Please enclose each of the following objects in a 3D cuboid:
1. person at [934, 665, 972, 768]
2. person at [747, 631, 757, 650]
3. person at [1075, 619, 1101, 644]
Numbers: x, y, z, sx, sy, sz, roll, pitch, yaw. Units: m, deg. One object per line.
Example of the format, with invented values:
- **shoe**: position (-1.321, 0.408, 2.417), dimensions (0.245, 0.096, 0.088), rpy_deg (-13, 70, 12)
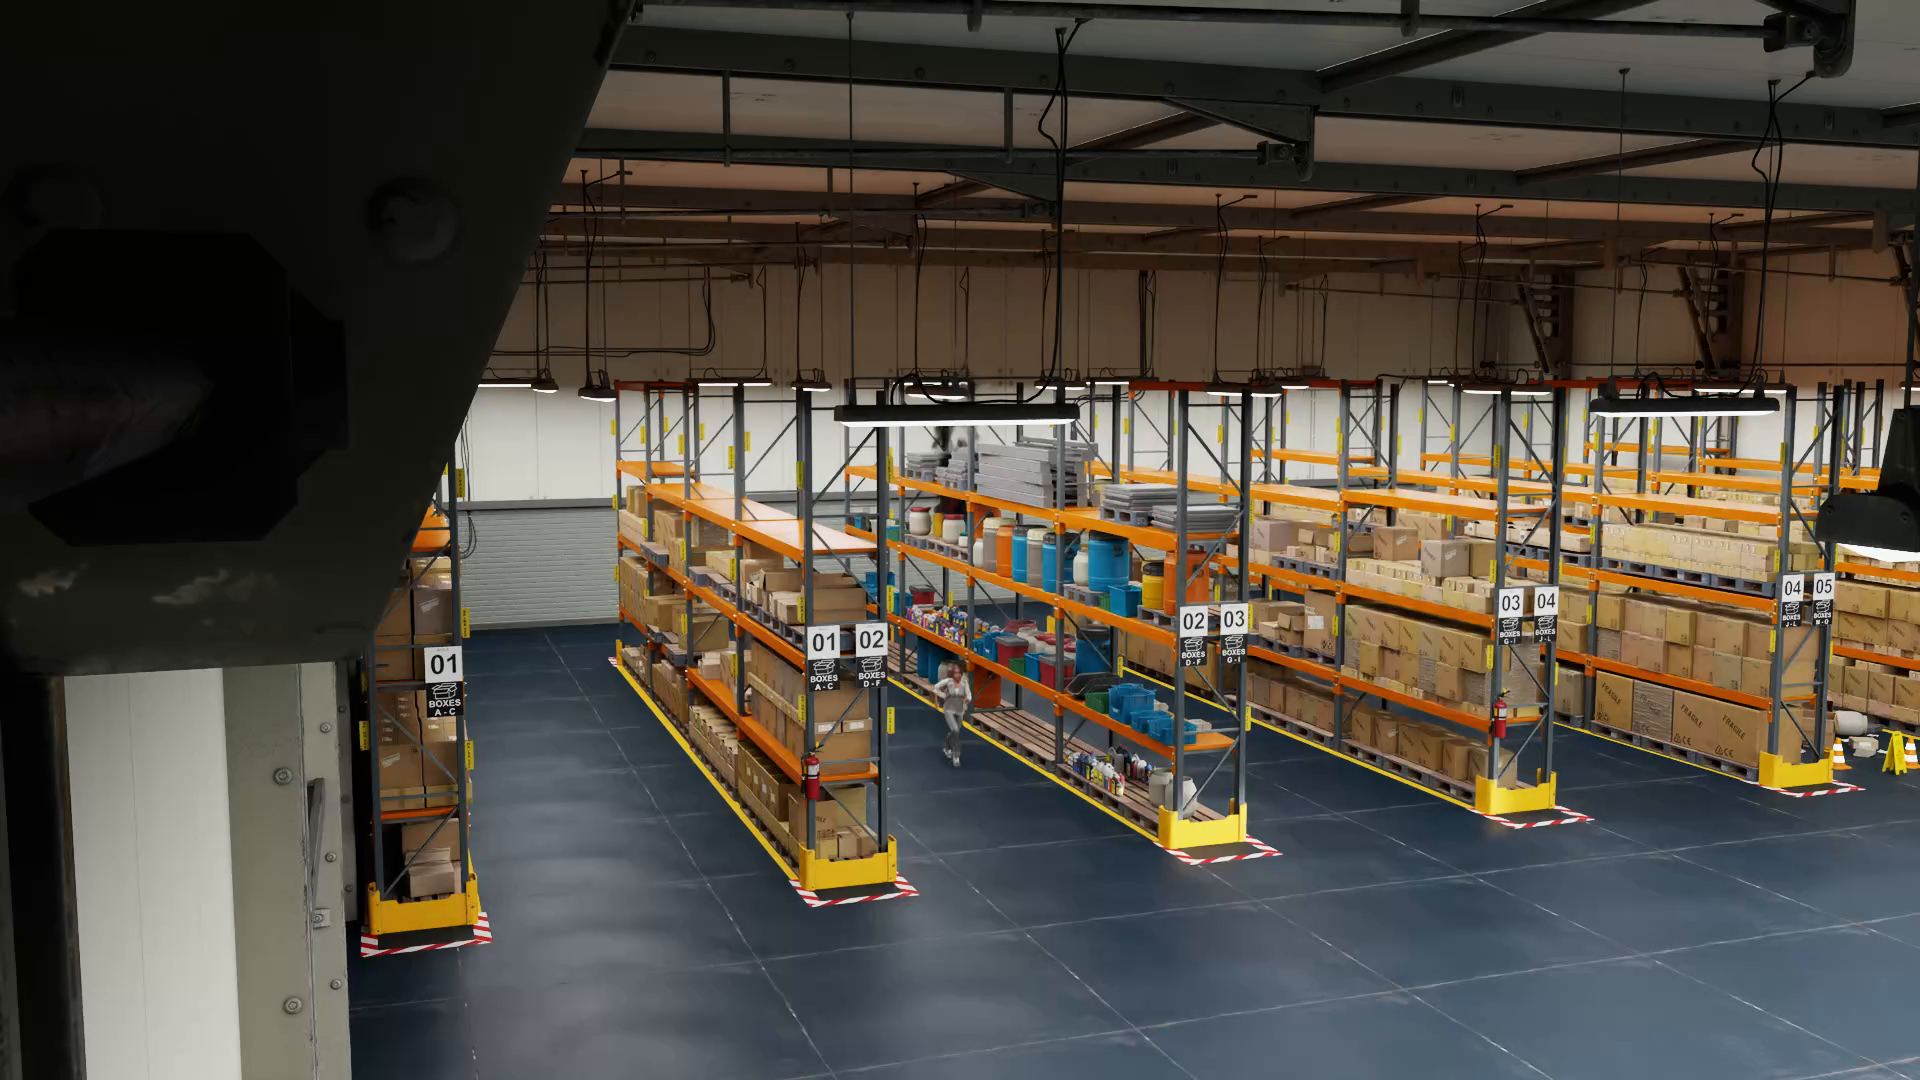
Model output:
- **person**: position (-0.105, 2.766, 26.320), dimensions (0.555, 1.606, 0.789), rpy_deg (-2, 6, -17)
- **person**: position (-4.247, 1.966, 33.660), dimensions (0.585, 1.650, 0.727), rpy_deg (-3, 7, -23)
- **person**: position (2.467, 2.261, 30.346), dimensions (0.604, 1.705, 0.884), rpy_deg (-3, 7, -29)
